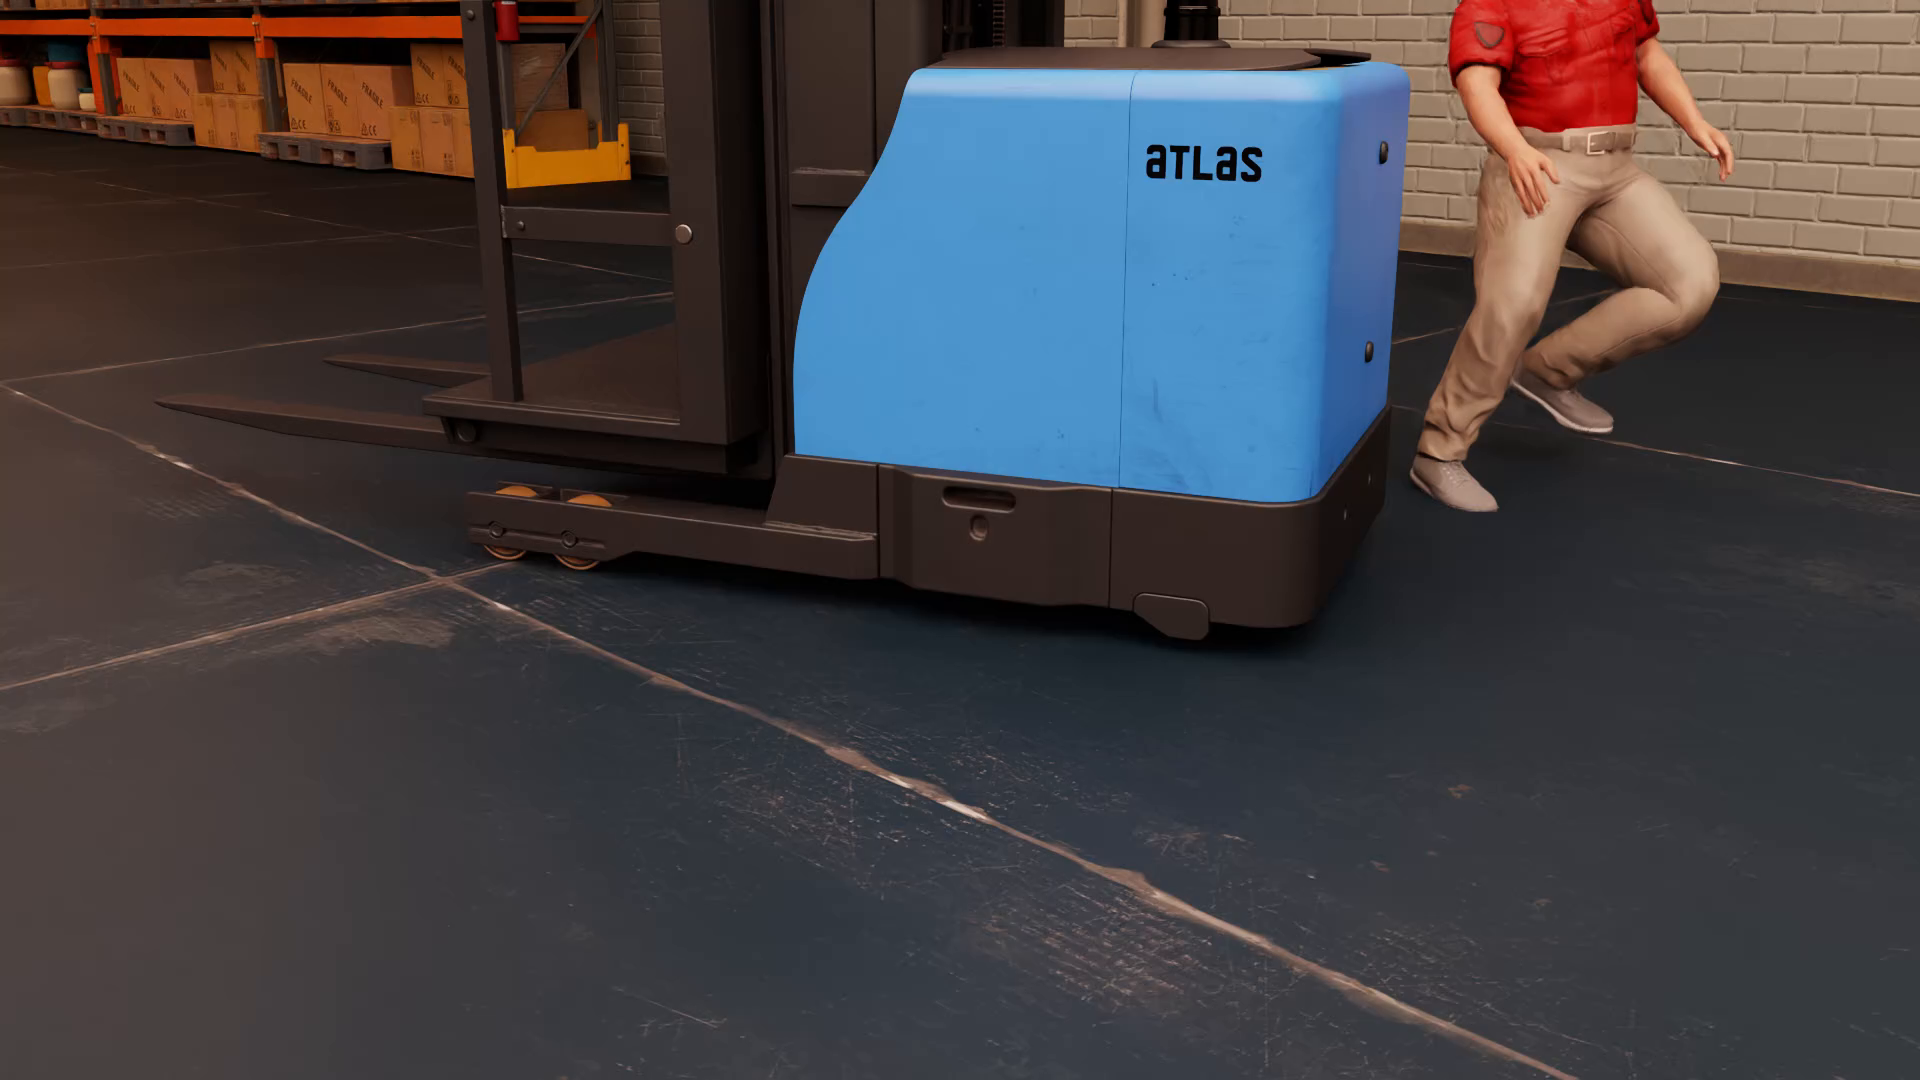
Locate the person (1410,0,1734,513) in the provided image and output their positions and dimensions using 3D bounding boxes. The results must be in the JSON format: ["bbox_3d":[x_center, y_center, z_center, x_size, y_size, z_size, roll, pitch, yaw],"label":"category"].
[{"bbox_3d":[1.553,-0.899,4.176,0.784,1.615,0.649,-6,18,-17],"label":"person"}]

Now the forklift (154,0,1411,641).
[{"bbox_3d":[-0.563,-1.469,3.684,3.031,2.935,1.130,7,18,21],"label":"forklift"}]
